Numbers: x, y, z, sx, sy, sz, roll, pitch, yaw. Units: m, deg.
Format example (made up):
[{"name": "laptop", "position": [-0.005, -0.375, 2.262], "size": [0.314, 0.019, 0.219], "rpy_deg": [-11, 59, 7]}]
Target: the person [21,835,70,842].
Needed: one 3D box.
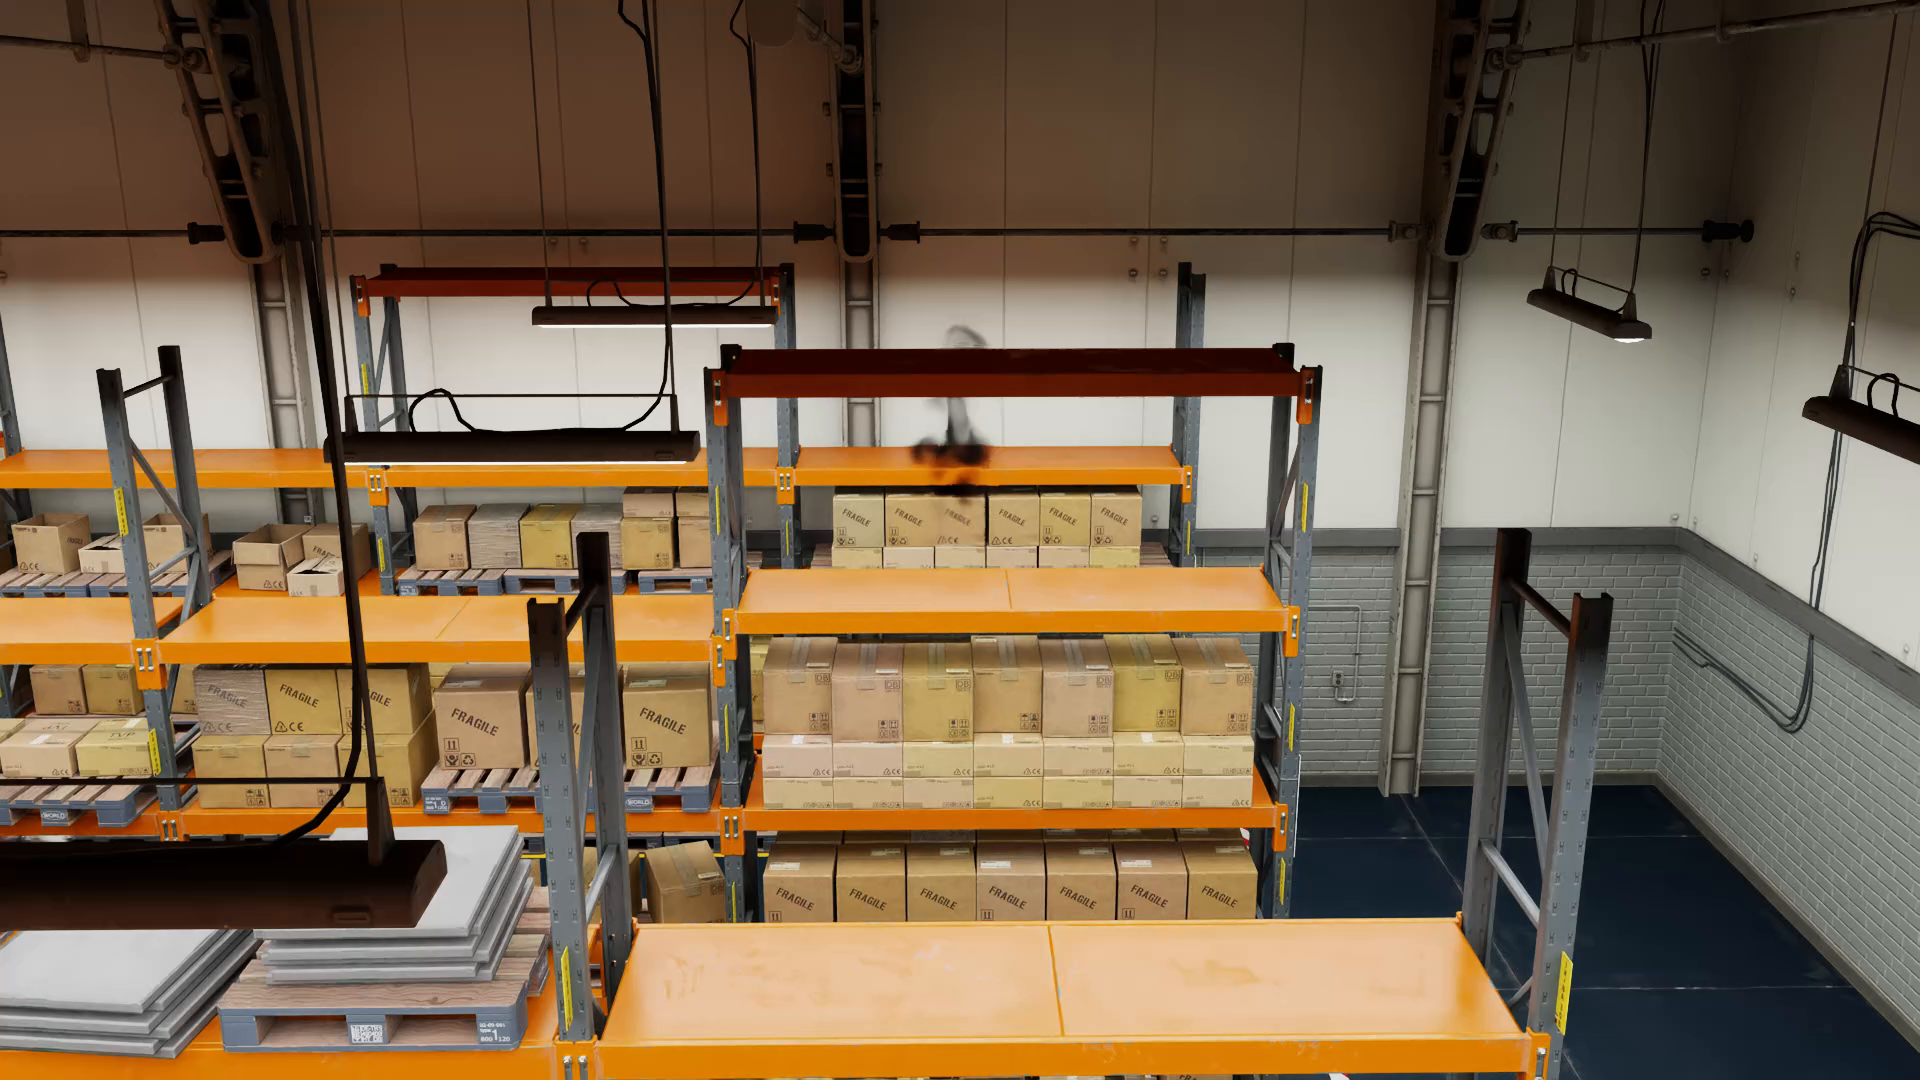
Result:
[{"name": "person", "position": [-8.248, 3.039, 15.015], "size": [0.654, 1.728, 0.703], "rpy_deg": [-3, 16, -11]}]

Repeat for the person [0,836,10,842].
[{"name": "person", "position": [-8.567, 3.193, 14.436], "size": [0.914, 1.839, 0.673], "rpy_deg": [0, 16, -1]}]
